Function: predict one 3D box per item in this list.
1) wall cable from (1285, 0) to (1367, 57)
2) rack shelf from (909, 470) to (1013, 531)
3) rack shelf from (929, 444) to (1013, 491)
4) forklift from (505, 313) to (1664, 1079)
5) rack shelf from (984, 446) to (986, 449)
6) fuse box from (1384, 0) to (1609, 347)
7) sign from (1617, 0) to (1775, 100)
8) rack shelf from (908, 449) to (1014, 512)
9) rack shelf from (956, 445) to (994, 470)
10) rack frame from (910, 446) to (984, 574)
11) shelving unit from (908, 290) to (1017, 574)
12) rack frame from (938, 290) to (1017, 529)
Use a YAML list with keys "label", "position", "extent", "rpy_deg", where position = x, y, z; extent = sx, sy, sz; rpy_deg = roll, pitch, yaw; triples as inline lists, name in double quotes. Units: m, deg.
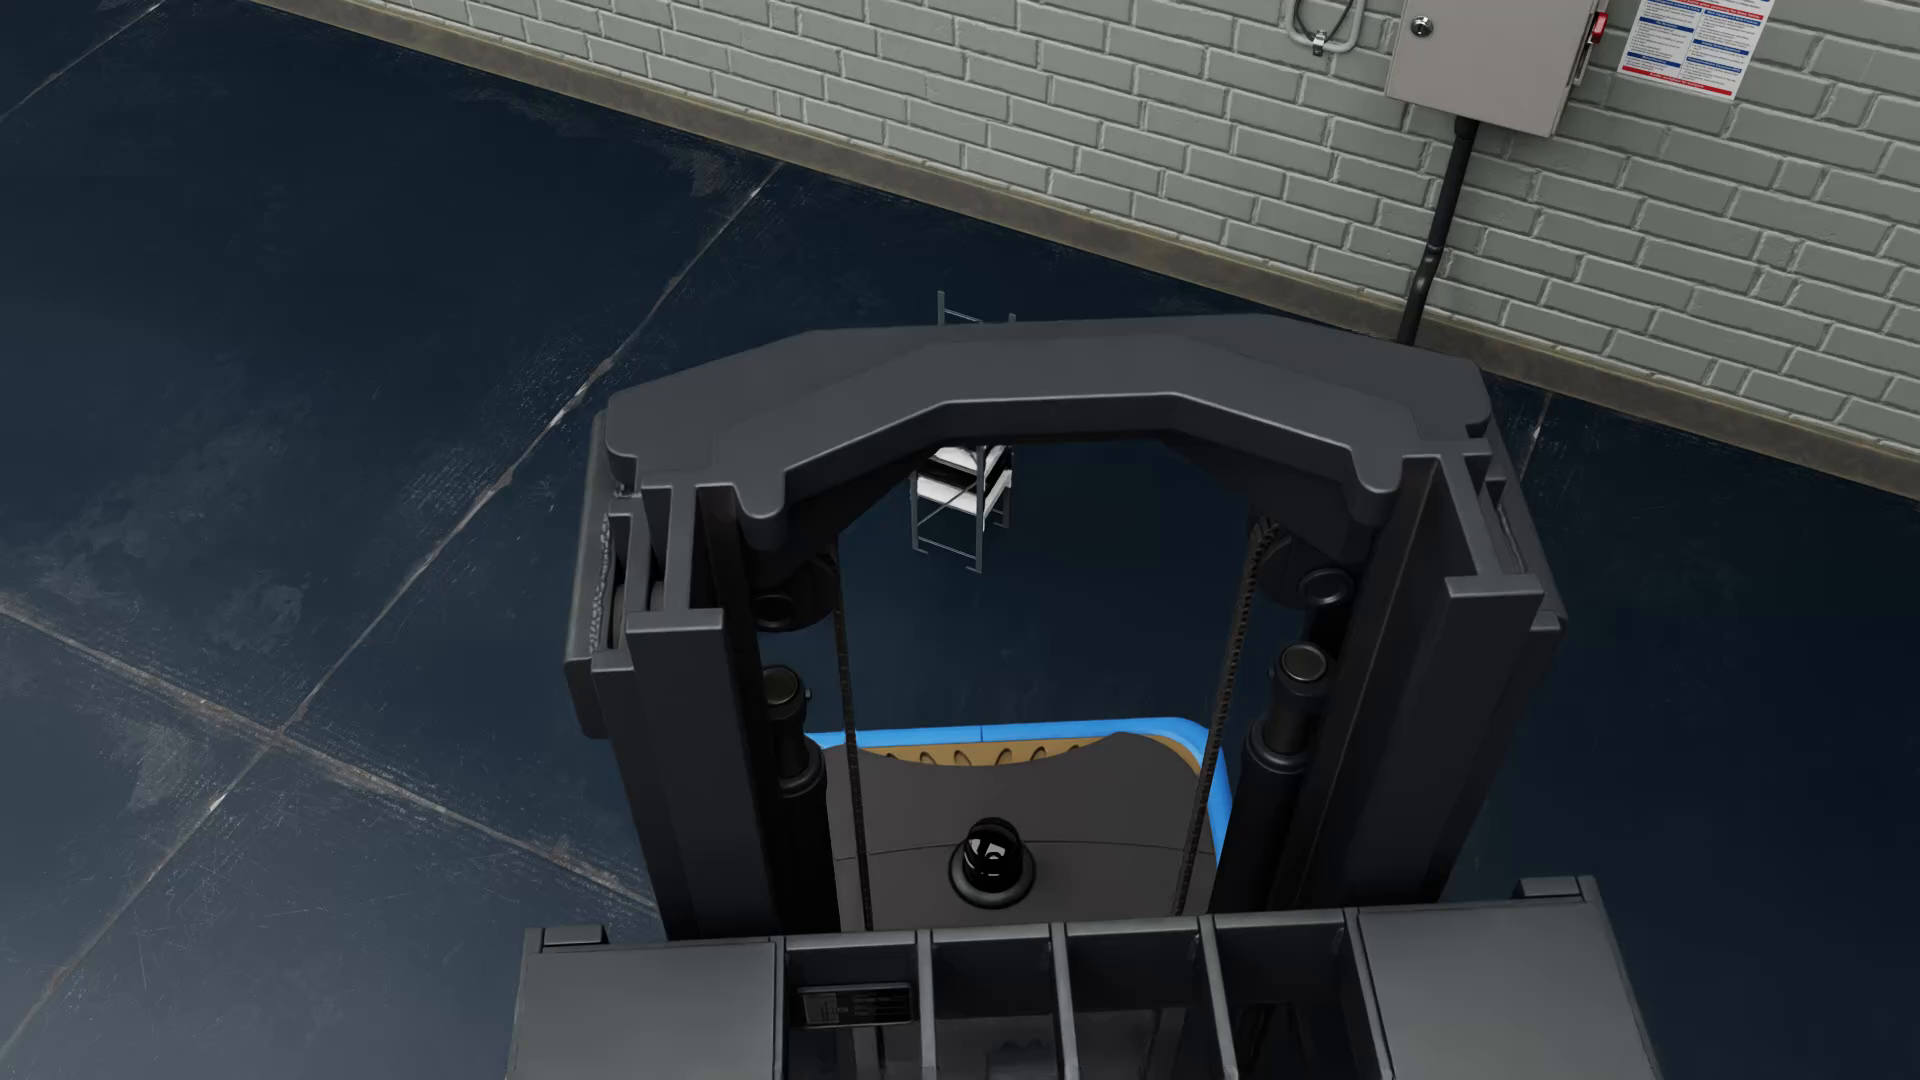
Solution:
- label: "wall cable"
  position: [0.967, -2.173, 4.463]
  extent: [0.588, 1.984, 0.122]
  rpy_deg: [20, 52, 16]
- label: "rack shelf"
  position: [0.003, -0.159, 5.075]
  extent: [0.258, 0.077, 0.200]
  rpy_deg: [20, 52, 16]
- label: "rack shelf"
  position: [0.003, -0.276, 4.937]
  extent: [0.258, 0.077, 0.200]
  rpy_deg: [20, 52, 16]
- label: "forklift"
  position: [0.123, 1.261, 2.253]
  extent: [1.130, 2.935, 3.031]
  rpy_deg: [-2, 50, -2]
- label: "rack shelf"
  position: [0.003, -0.392, 4.800]
  extent: [0.258, 0.077, 0.200]
  rpy_deg: [20, 52, 16]
- label: "fuse box"
  position: [1.517, -1.096, 5.059]
  extent: [0.539, 1.711, 0.414]
  rpy_deg: [20, 52, 16]
- label: "sign"
  position: [2.052, -1.465, 4.589]
  extent: [0.329, 0.494, 0.001]
  rpy_deg: [20, 52, 16]
- label: "rack shelf"
  position: [0.003, -0.217, 5.006]
  extent: [0.258, 0.077, 0.200]
  rpy_deg: [20, 52, 16]
- label: "rack shelf"
  position: [0.003, -0.334, 4.869]
  extent: [0.258, 0.077, 0.200]
  rpy_deg: [20, 52, 16]
- label: "rack frame"
  position: [-0.040, -0.227, 4.852]
  extent: [0.240, 0.900, 0.006]
  rpy_deg: [20, 52, 16]
- label: "shelving unit"
  position: [0.003, -0.297, 4.912]
  extent: [0.258, 0.900, 0.210]
  rpy_deg: [20, 52, 16]
- label: "rack frame"
  position: [0.047, -0.367, 4.972]
  extent: [0.240, 0.900, 0.006]
  rpy_deg: [20, 52, 16]
